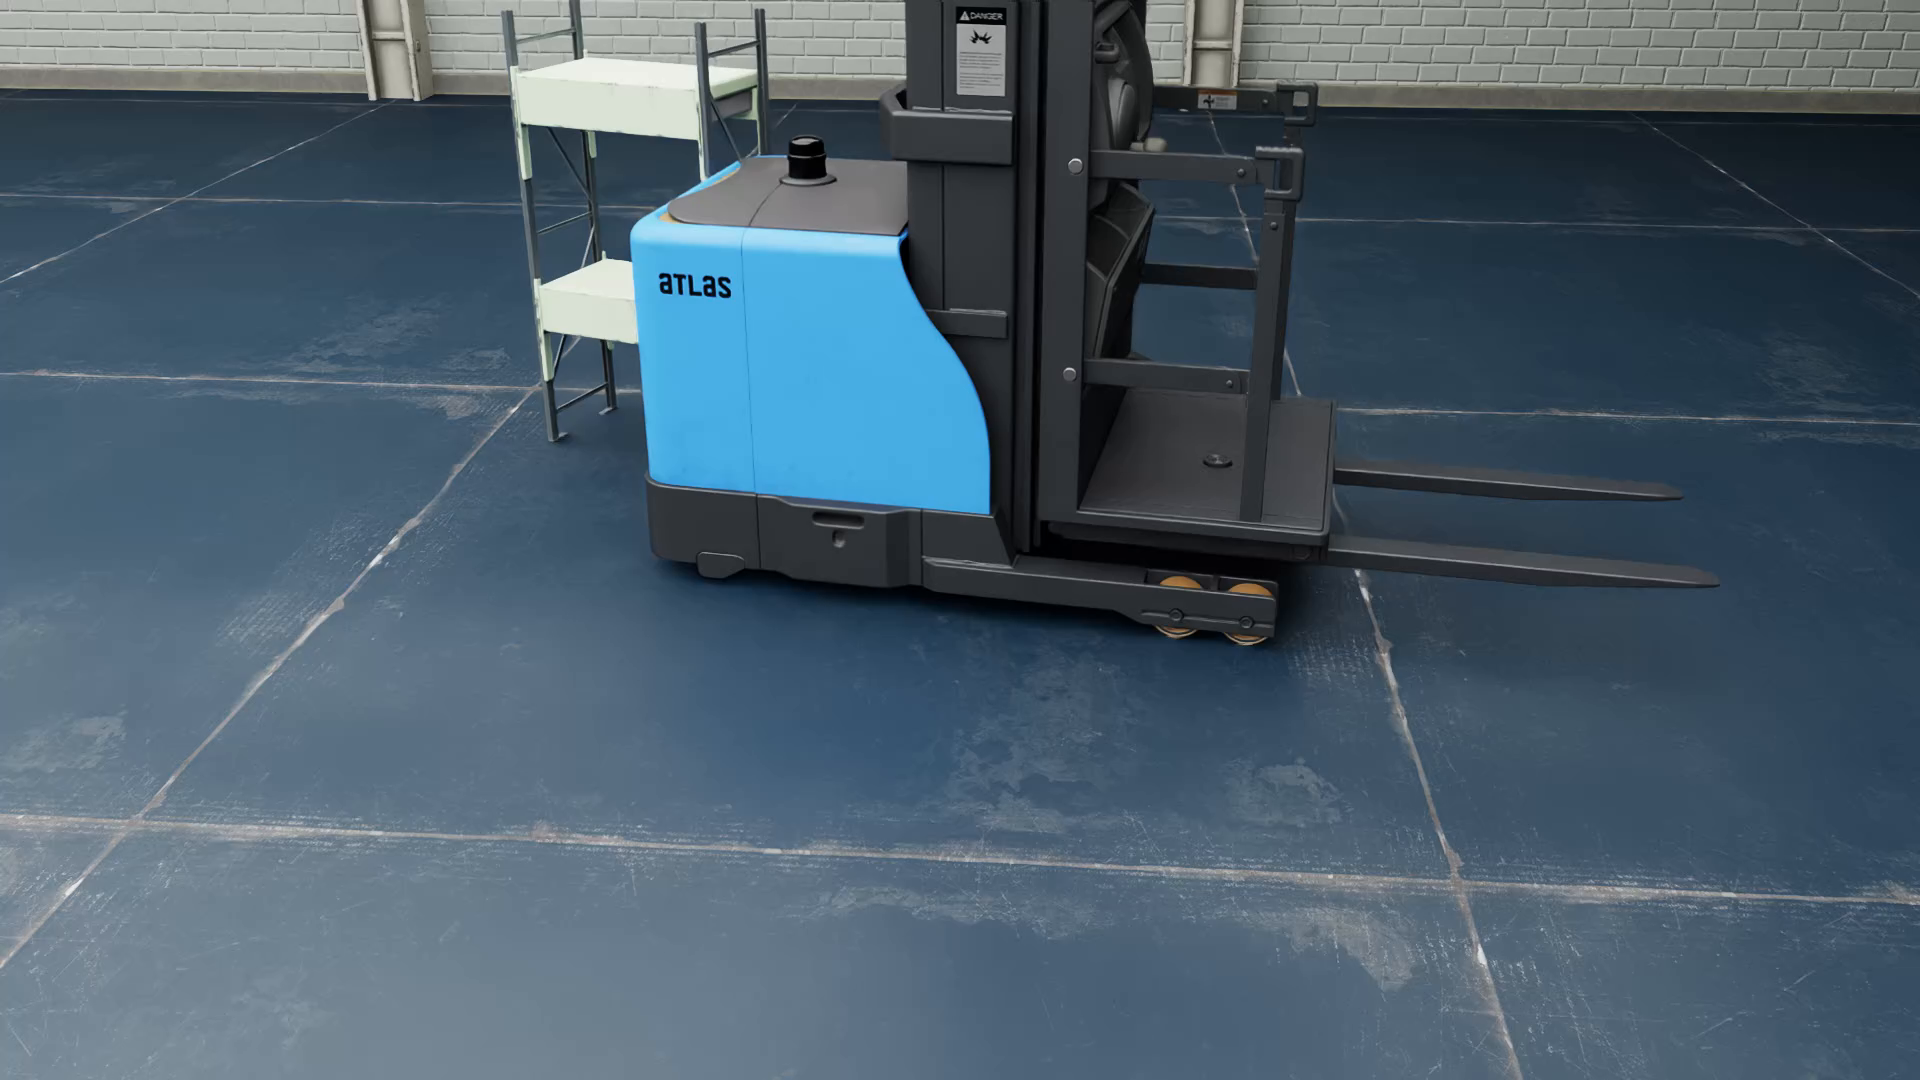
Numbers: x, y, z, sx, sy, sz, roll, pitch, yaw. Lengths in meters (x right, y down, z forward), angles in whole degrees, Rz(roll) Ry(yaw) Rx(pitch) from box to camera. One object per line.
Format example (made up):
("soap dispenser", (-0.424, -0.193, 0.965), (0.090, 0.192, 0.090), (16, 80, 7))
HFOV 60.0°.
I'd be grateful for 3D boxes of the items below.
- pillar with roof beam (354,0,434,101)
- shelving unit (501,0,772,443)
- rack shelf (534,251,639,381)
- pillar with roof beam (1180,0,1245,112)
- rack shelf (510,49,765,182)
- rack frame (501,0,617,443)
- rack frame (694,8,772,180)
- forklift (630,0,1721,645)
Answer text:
("pillar with roof beam", (-4.514, -5.622, 6.702), (0.400, 9.000, 9.100), (2, 25, 4))
("shelving unit", (-1.065, -1.049, 5.735), (0.755, 1.500, 0.431), (10, 27, 22))
("rack shelf", (-1.065, -0.752, 5.871), (0.720, 0.370, 0.431), (10, 27, 22))
("pillar with roof beam", (1.468, -5.430, 6.285), (0.400, 9.000, 9.100), (2, 25, 4))
("rack shelf", (-1.065, -1.403, 5.572), (0.720, 0.370, 0.431), (10, 27, 22))
("rack frame", (-1.399, -1.110, 5.869), (0.023, 1.500, 0.400), (10, 27, 22))
("rack frame", (-0.730, -0.987, 5.600), (0.023, 1.500, 0.400), (10, 27, 22))
("forklift", (0.638, -1.285, 4.537), (3.031, 2.935, 1.130), (5, 25, 12))
